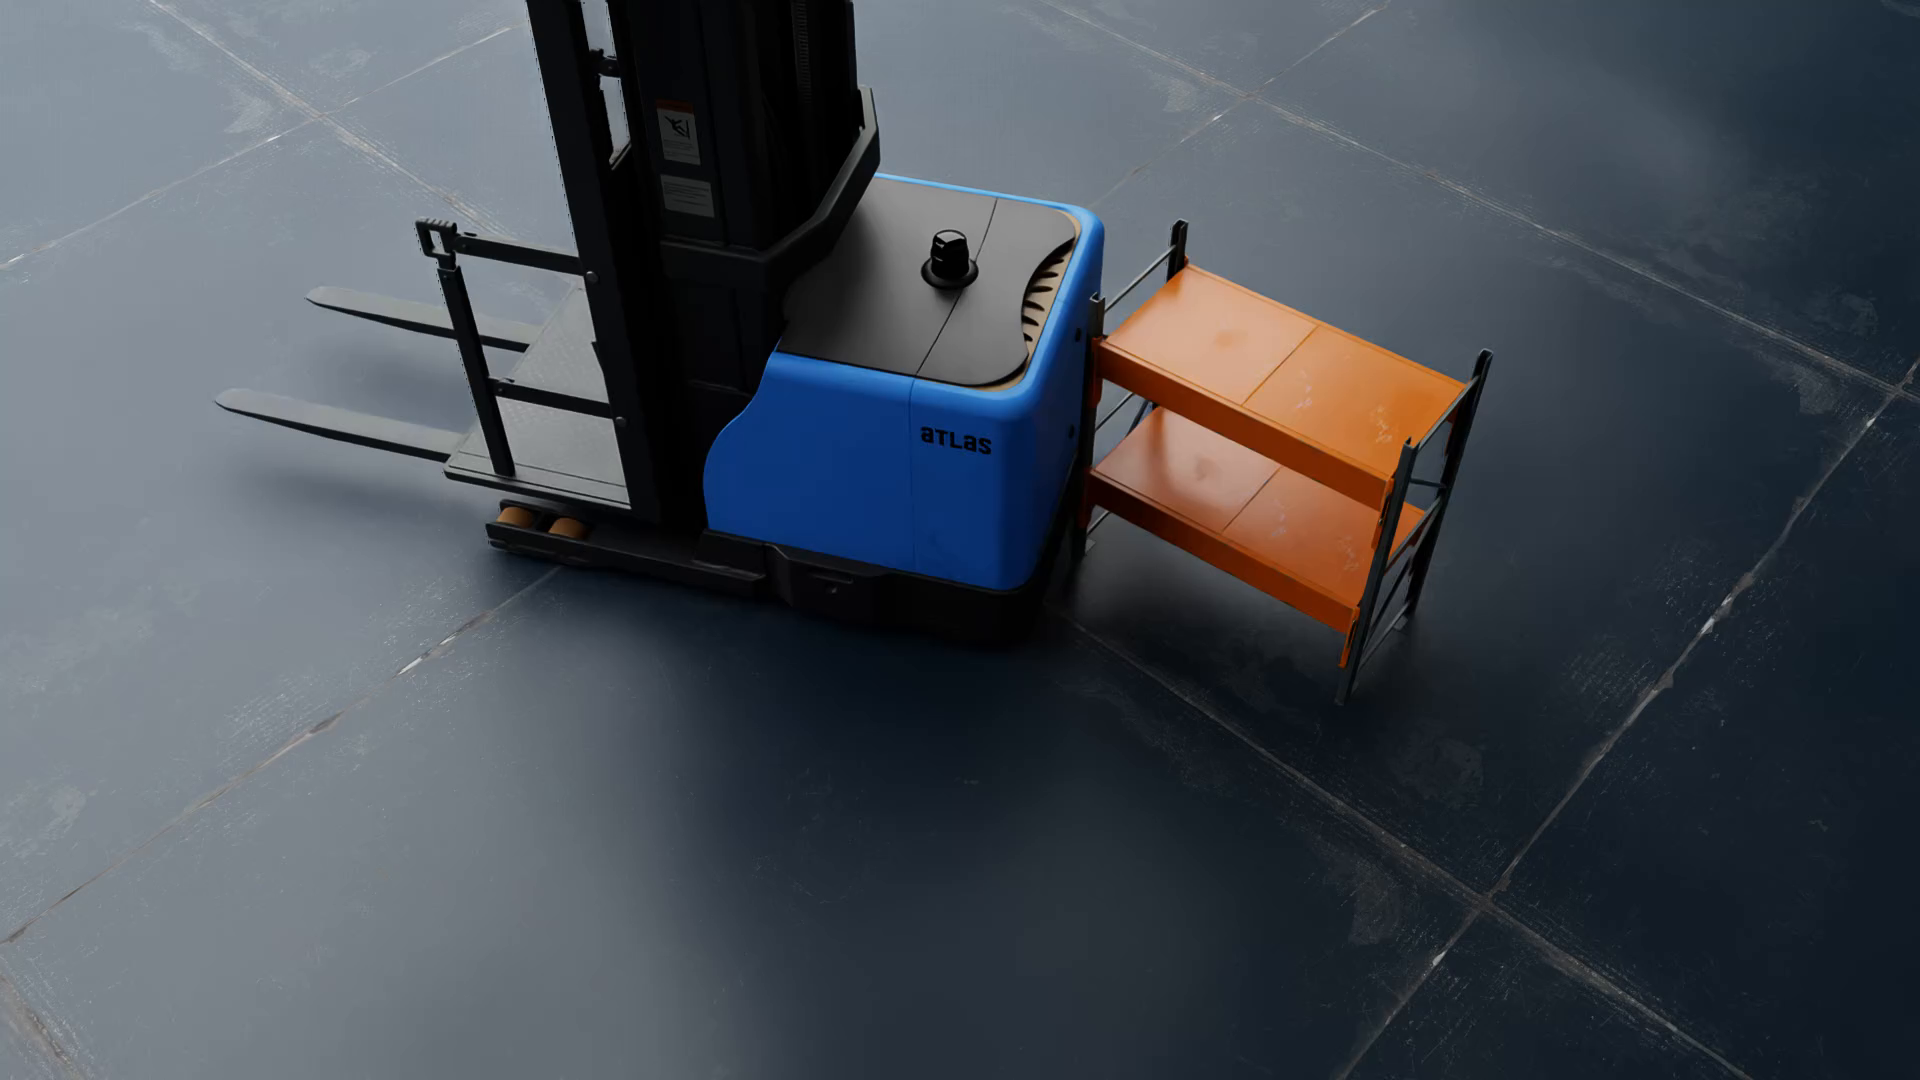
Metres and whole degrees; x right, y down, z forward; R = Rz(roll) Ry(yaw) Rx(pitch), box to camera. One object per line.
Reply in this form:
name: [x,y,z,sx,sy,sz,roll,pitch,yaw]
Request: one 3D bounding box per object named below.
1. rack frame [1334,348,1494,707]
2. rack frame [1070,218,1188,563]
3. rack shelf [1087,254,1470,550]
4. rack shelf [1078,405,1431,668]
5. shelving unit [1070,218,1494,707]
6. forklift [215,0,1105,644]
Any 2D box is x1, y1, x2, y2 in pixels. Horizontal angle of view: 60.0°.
rack frame: [1.349,-0.009,4.987,0.032,1.125,0.500,29,53,25]
rack frame: [0.541,-0.459,5.409,0.032,1.125,0.500,29,53,25]
rack shelf: [0.945,-0.434,4.985,1.000,0.278,0.538,29,53,25]
rack shelf: [0.945,-0.067,5.376,1.000,0.278,0.538,29,53,25]
shelving unit: [0.945,-0.234,5.198,1.048,1.125,0.538,29,53,25]
forklift: [-1.104,-1.274,4.936,3.031,2.935,1.130,12,48,11]
